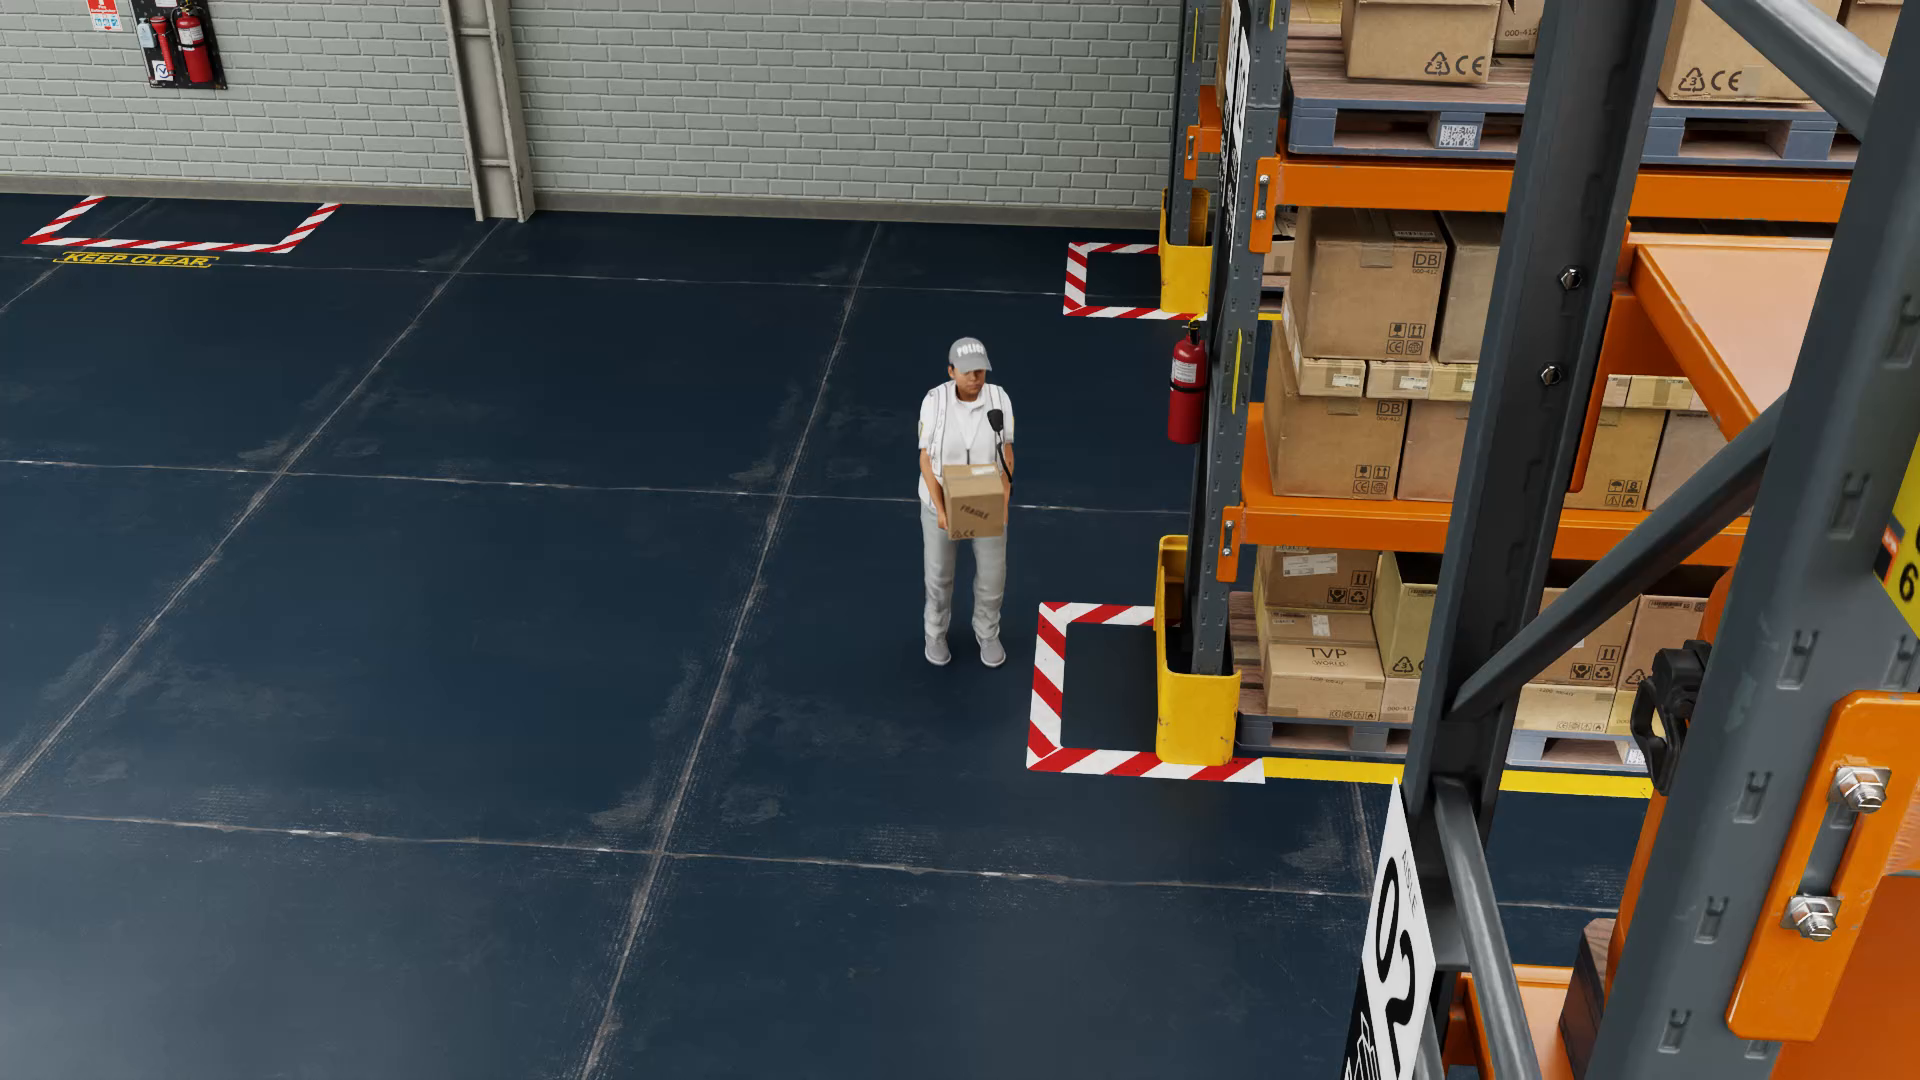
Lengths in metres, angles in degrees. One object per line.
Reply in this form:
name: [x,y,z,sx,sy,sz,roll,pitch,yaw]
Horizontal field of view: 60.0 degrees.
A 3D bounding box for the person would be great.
person: [0.040,-0.142,7.869,0.452,1.653,0.541,-5,32,-7]
